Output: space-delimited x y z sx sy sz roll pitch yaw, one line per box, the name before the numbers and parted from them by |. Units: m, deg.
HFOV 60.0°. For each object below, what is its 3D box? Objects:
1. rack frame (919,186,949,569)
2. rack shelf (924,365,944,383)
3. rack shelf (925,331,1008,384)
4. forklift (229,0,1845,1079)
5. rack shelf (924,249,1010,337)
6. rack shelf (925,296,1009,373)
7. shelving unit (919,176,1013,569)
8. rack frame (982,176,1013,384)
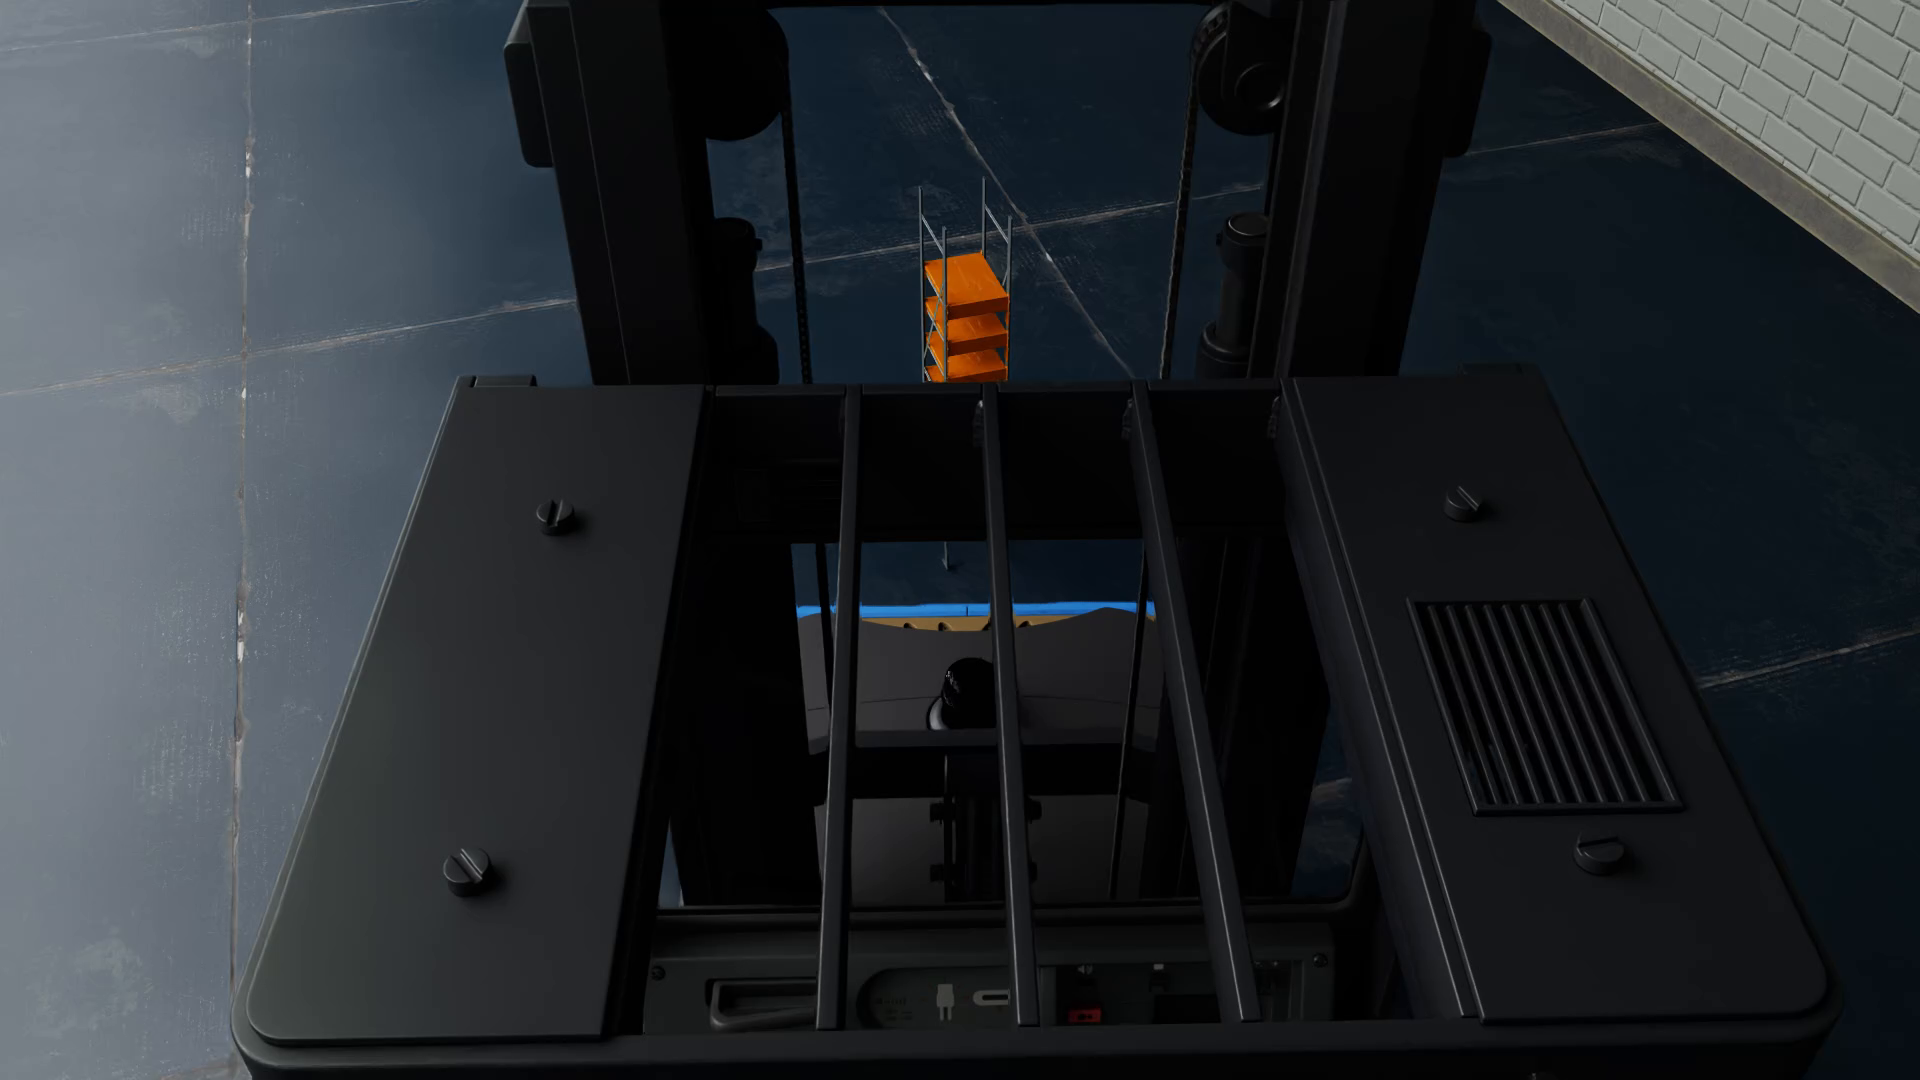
rack frame | -0.073 -0.437 4.838 0.006 1.200 0.240 -12 42 -13
rack shelf | 0.014 -0.421 4.888 0.180 0.103 0.258 -12 42 -13
rack shelf | 0.014 -0.512 4.809 0.180 0.103 0.258 -12 42 -13
forklift | 0.047 0.802 2.104 1.130 2.935 3.031 -1 41 -1
rack shelf | 0.014 -0.692 4.651 0.180 0.103 0.258 -12 42 -13
rack shelf | 0.014 -0.602 4.730 0.180 0.103 0.258 -12 42 -13
shelving unit | 0.014 -0.455 4.859 0.189 1.200 0.258 -12 42 -13
rack frame | 0.101 -0.473 4.879 0.006 1.200 0.240 -12 42 -13
